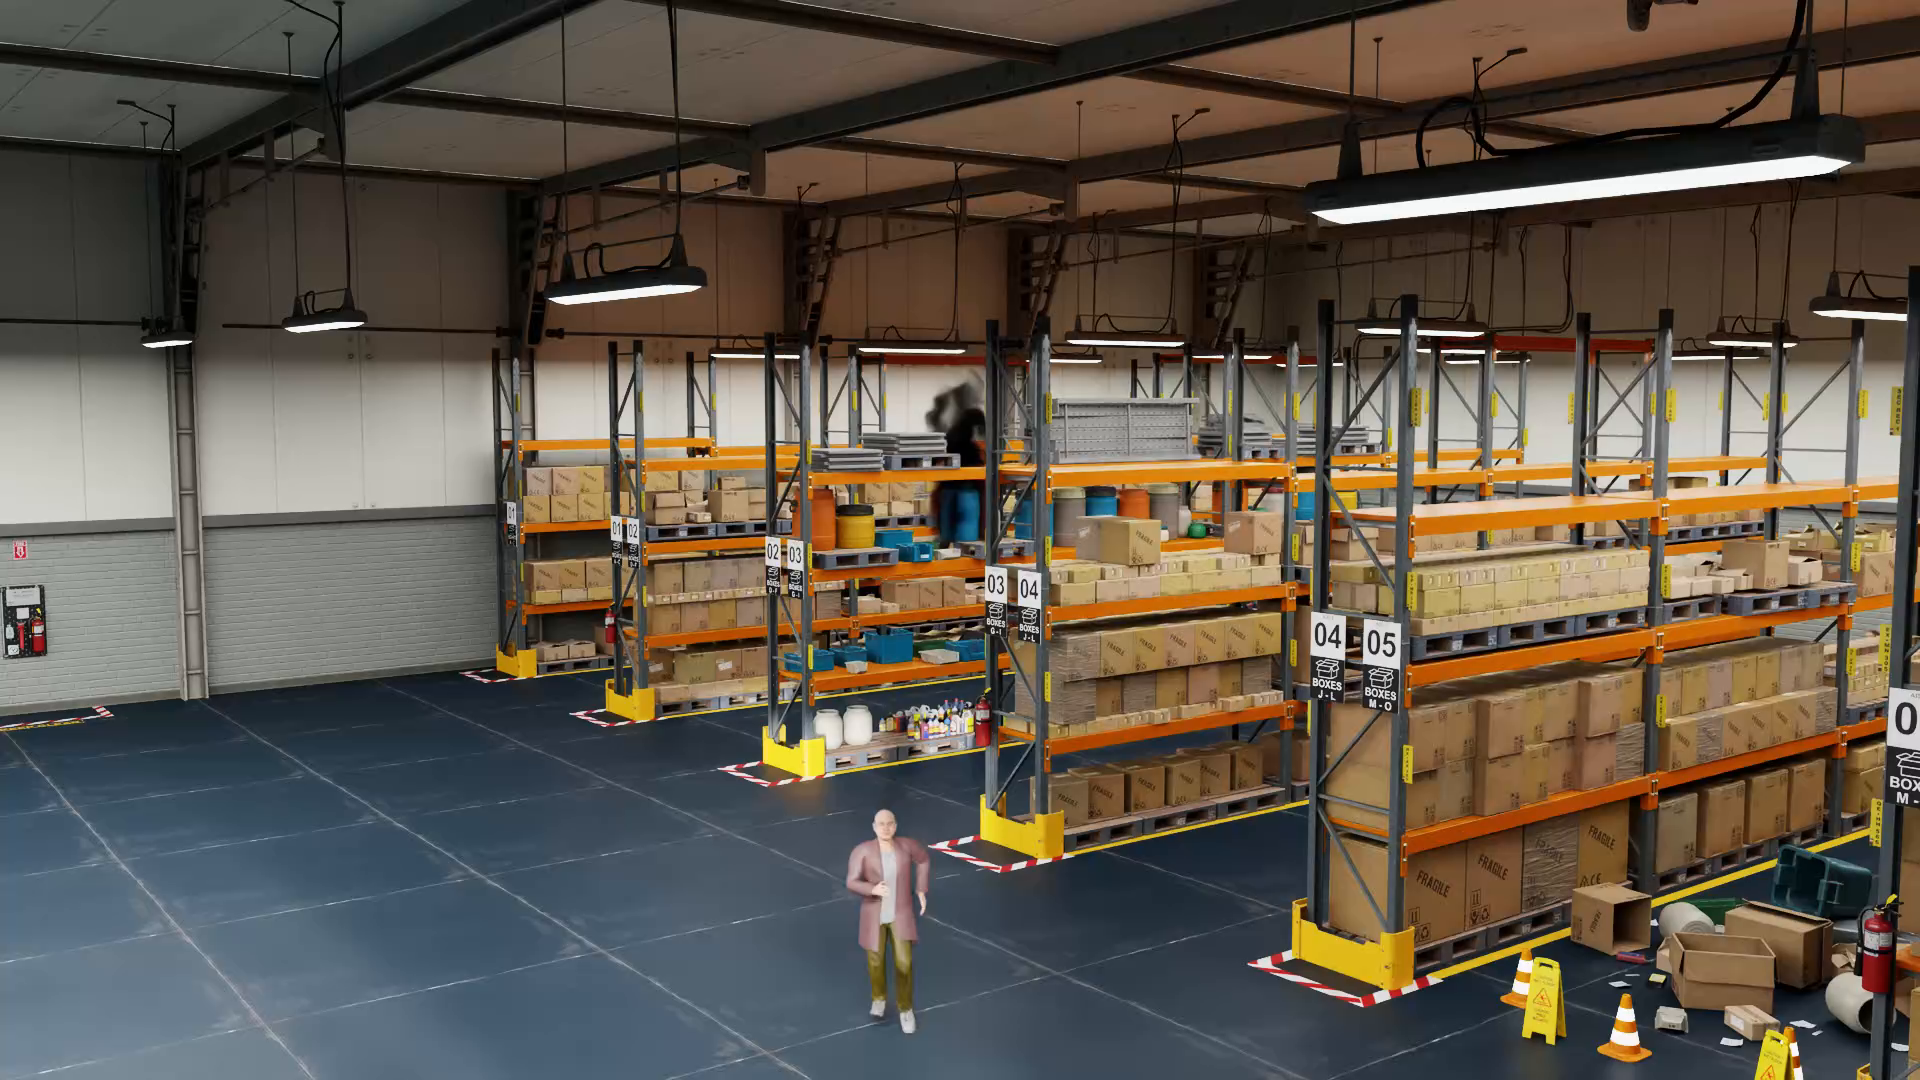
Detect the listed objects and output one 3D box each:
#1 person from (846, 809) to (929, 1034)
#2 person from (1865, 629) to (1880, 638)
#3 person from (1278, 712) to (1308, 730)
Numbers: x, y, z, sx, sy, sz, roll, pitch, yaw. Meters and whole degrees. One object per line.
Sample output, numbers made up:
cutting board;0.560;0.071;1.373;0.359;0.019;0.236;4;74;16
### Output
person;-0.583;3.106;13.545;0.689;1.816;0.798;0;5;-3
person;13.566;2.169;24.658;0.899;1.710;0.584;-3;6;-29
person;4.865;2.158;24.060;1.114;1.474;0.633;-4;6;-36
